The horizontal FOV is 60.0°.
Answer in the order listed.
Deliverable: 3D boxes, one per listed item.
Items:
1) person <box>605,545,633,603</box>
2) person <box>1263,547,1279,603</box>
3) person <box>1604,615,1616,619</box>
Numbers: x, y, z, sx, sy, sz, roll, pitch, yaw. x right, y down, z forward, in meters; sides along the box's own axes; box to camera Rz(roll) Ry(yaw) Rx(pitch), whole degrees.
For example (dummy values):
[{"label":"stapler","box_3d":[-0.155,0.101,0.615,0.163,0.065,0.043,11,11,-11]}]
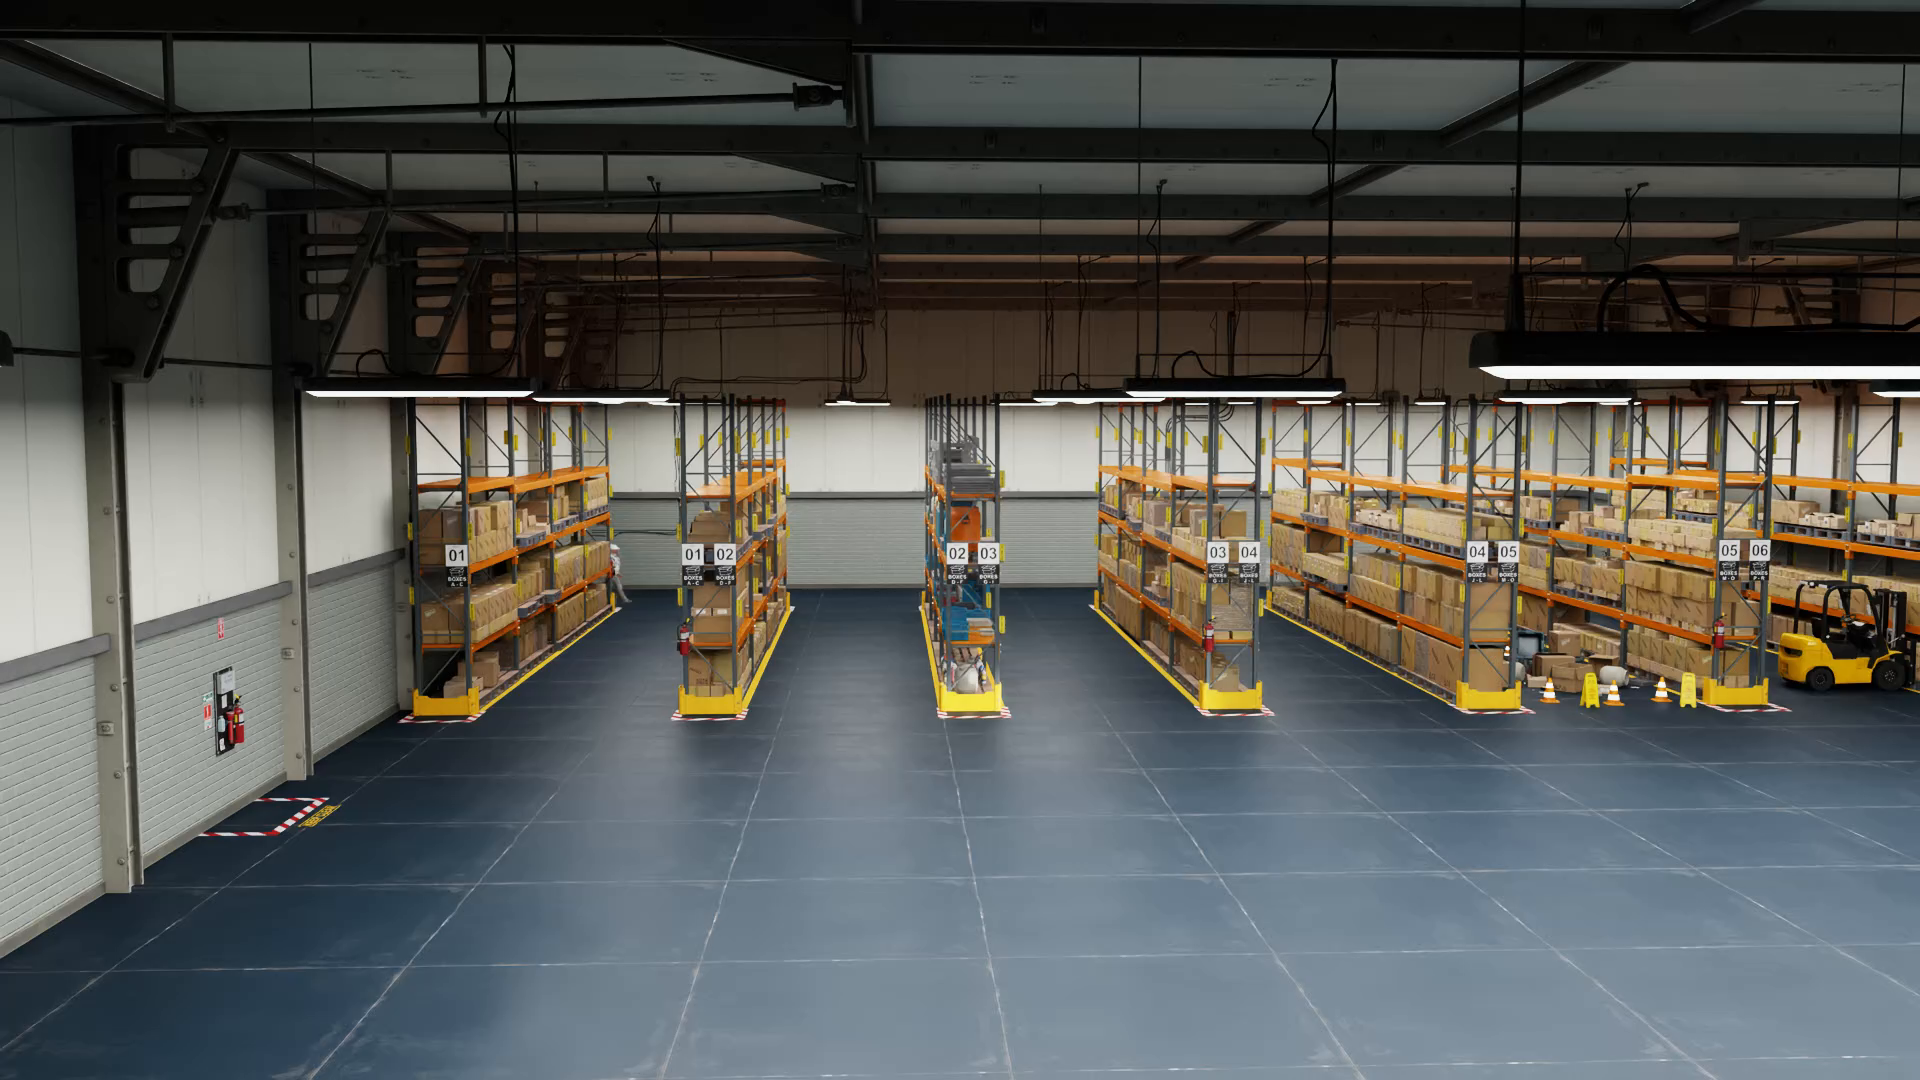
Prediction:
[{"label":"person","box_3d":[-10.131,0.987,48.791,1.015,1.706,0.507,-1,5,-15]},{"label":"person","box_3d":[9.238,1.024,48.895,0.900,1.647,0.473,0,5,-6]},{"label":"person","box_3d":[17.697,1.326,45.291,0.396,1.670,0.495,4,6,42]}]
